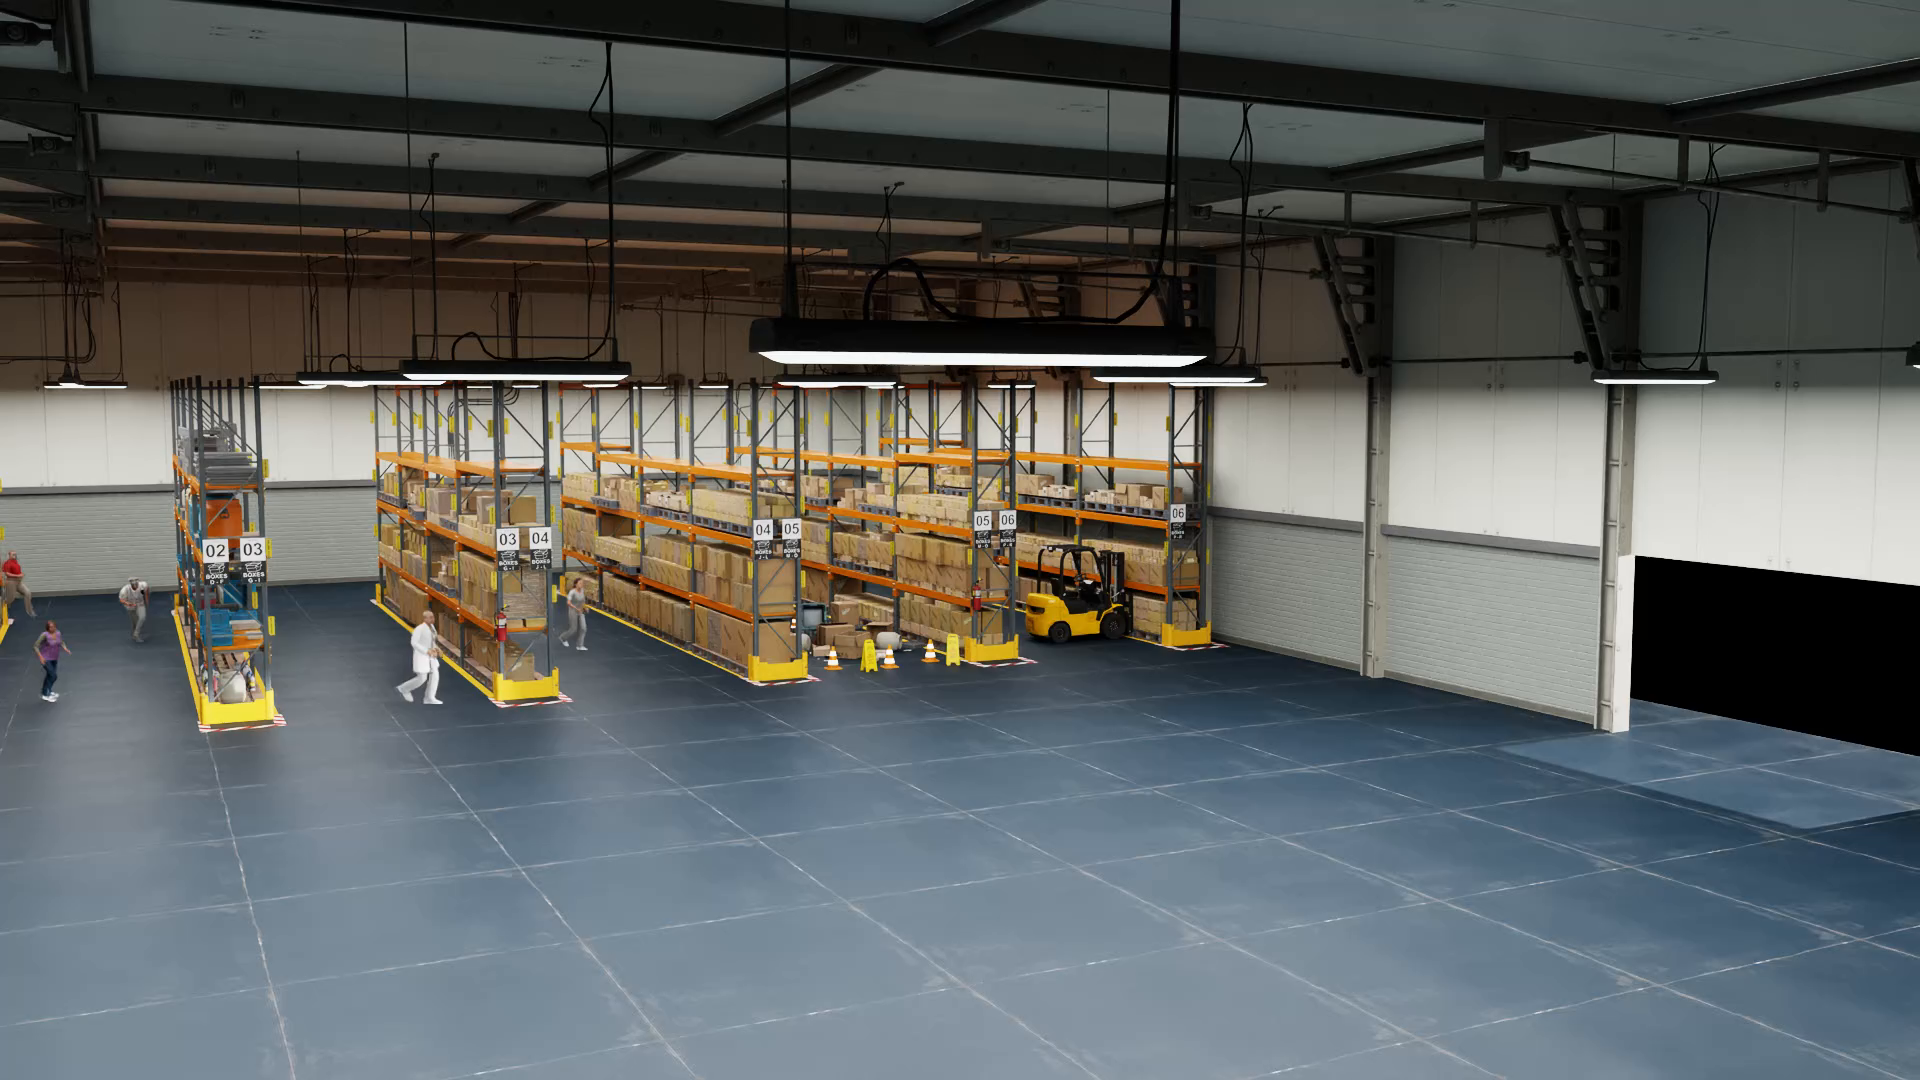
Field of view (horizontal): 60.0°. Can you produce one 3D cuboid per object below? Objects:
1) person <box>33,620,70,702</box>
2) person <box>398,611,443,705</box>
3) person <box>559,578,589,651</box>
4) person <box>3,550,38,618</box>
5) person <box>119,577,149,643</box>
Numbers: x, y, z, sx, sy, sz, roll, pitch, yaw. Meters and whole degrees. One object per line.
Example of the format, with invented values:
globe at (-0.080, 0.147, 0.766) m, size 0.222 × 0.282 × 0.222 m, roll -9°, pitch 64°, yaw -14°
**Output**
person at (-16.885, 2.234, 30.920) m, size 0.754 × 1.538 × 0.563 m, roll 1°, pitch 5°, yaw 11°
person at (-9.902, 2.156, 30.471) m, size 0.867 × 1.733 × 0.707 m, roll 2°, pitch 5°, yaw 19°
person at (-8.583, 1.637, 36.929) m, size 0.798 × 1.624 × 0.560 m, roll 4°, pitch 6°, yaw 36°
person at (-23.921, 1.139, 42.043) m, size 0.881 × 1.771 × 0.658 m, roll 0°, pitch 5°, yaw 0°
person at (-19.042, 1.581, 38.335) m, size 0.644 × 1.549 × 1.172 m, roll -3°, pitch 6°, yaw -31°
